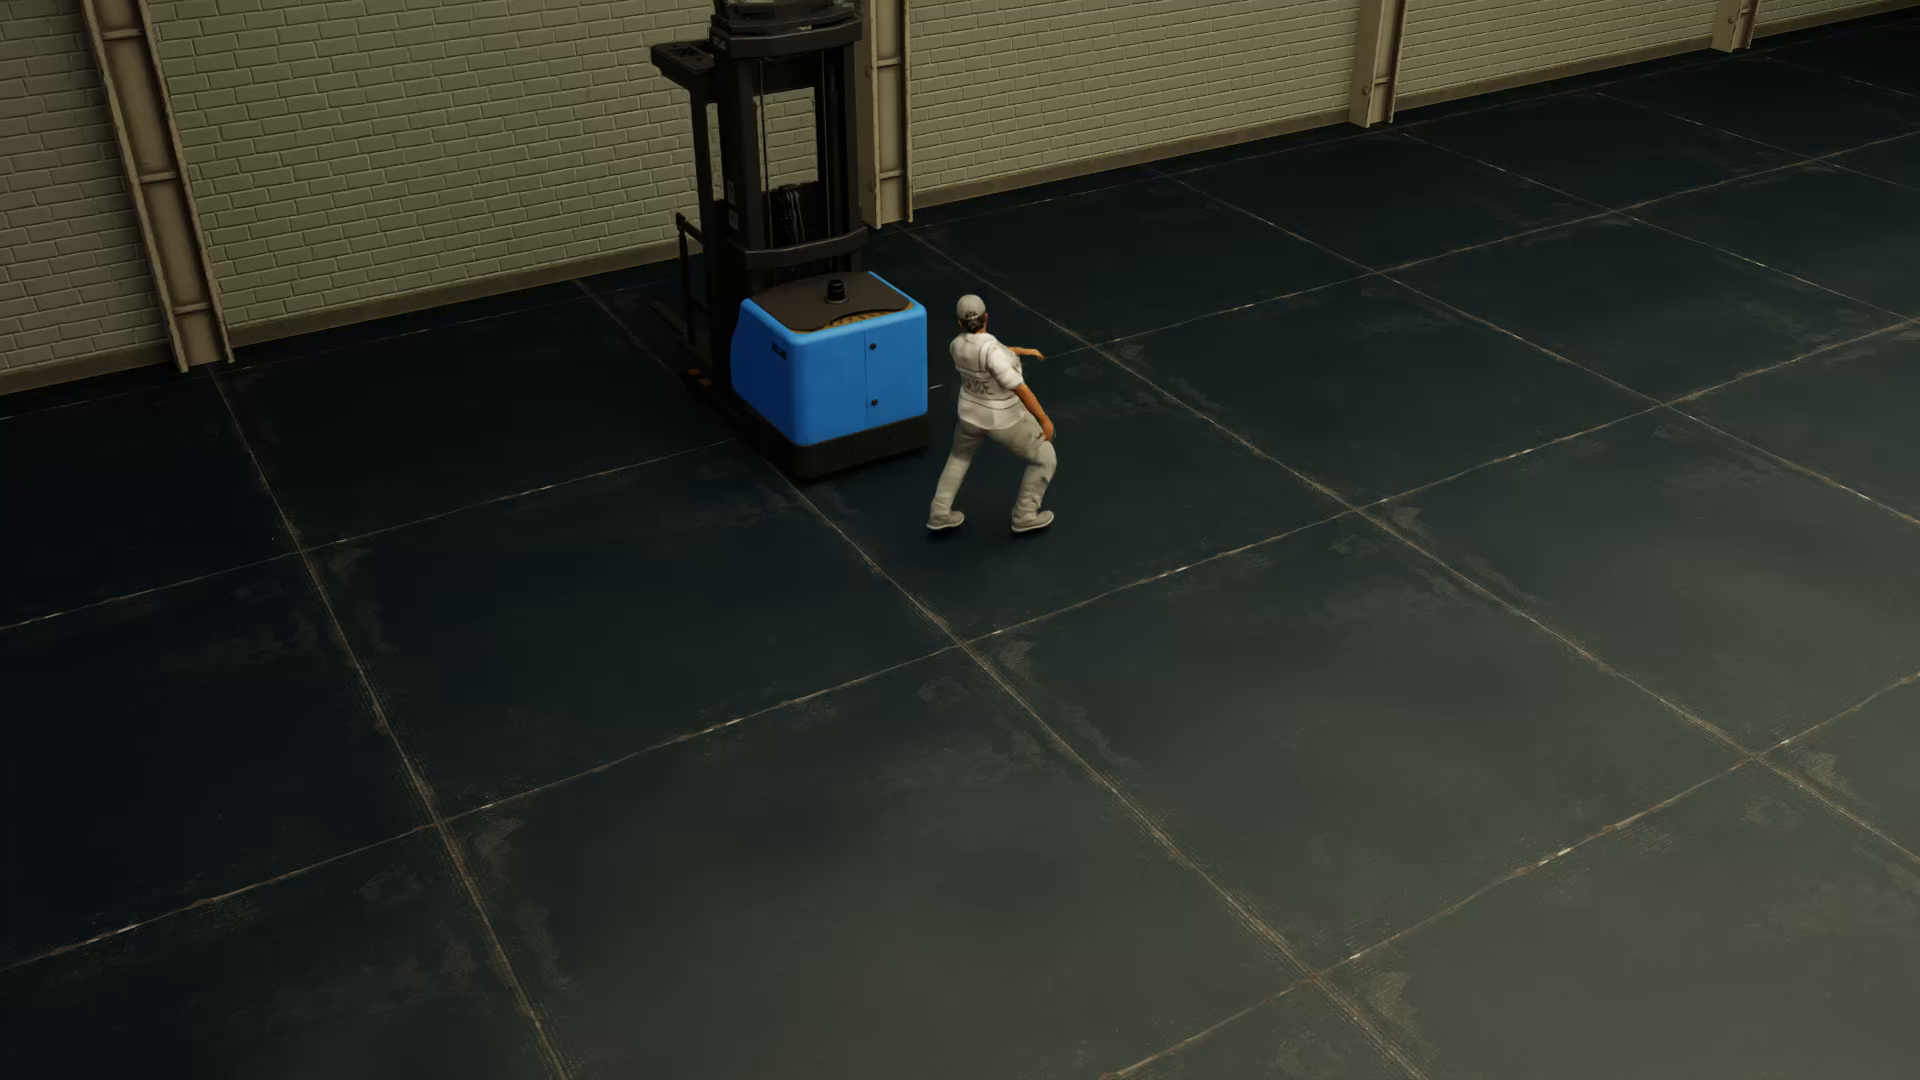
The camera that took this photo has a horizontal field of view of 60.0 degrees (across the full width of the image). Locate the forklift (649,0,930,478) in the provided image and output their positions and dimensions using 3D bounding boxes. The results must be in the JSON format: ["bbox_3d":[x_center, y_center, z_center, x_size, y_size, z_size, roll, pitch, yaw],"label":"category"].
[{"bbox_3d":[-1.400,-2.390,11.638,1.130,2.935,3.031,-17,35,-27],"label":"forklift"}]

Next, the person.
[{"bbox_3d":[0.278,-0.780,10.212,0.731,1.544,0.825,20,36,30],"label":"person"}]
